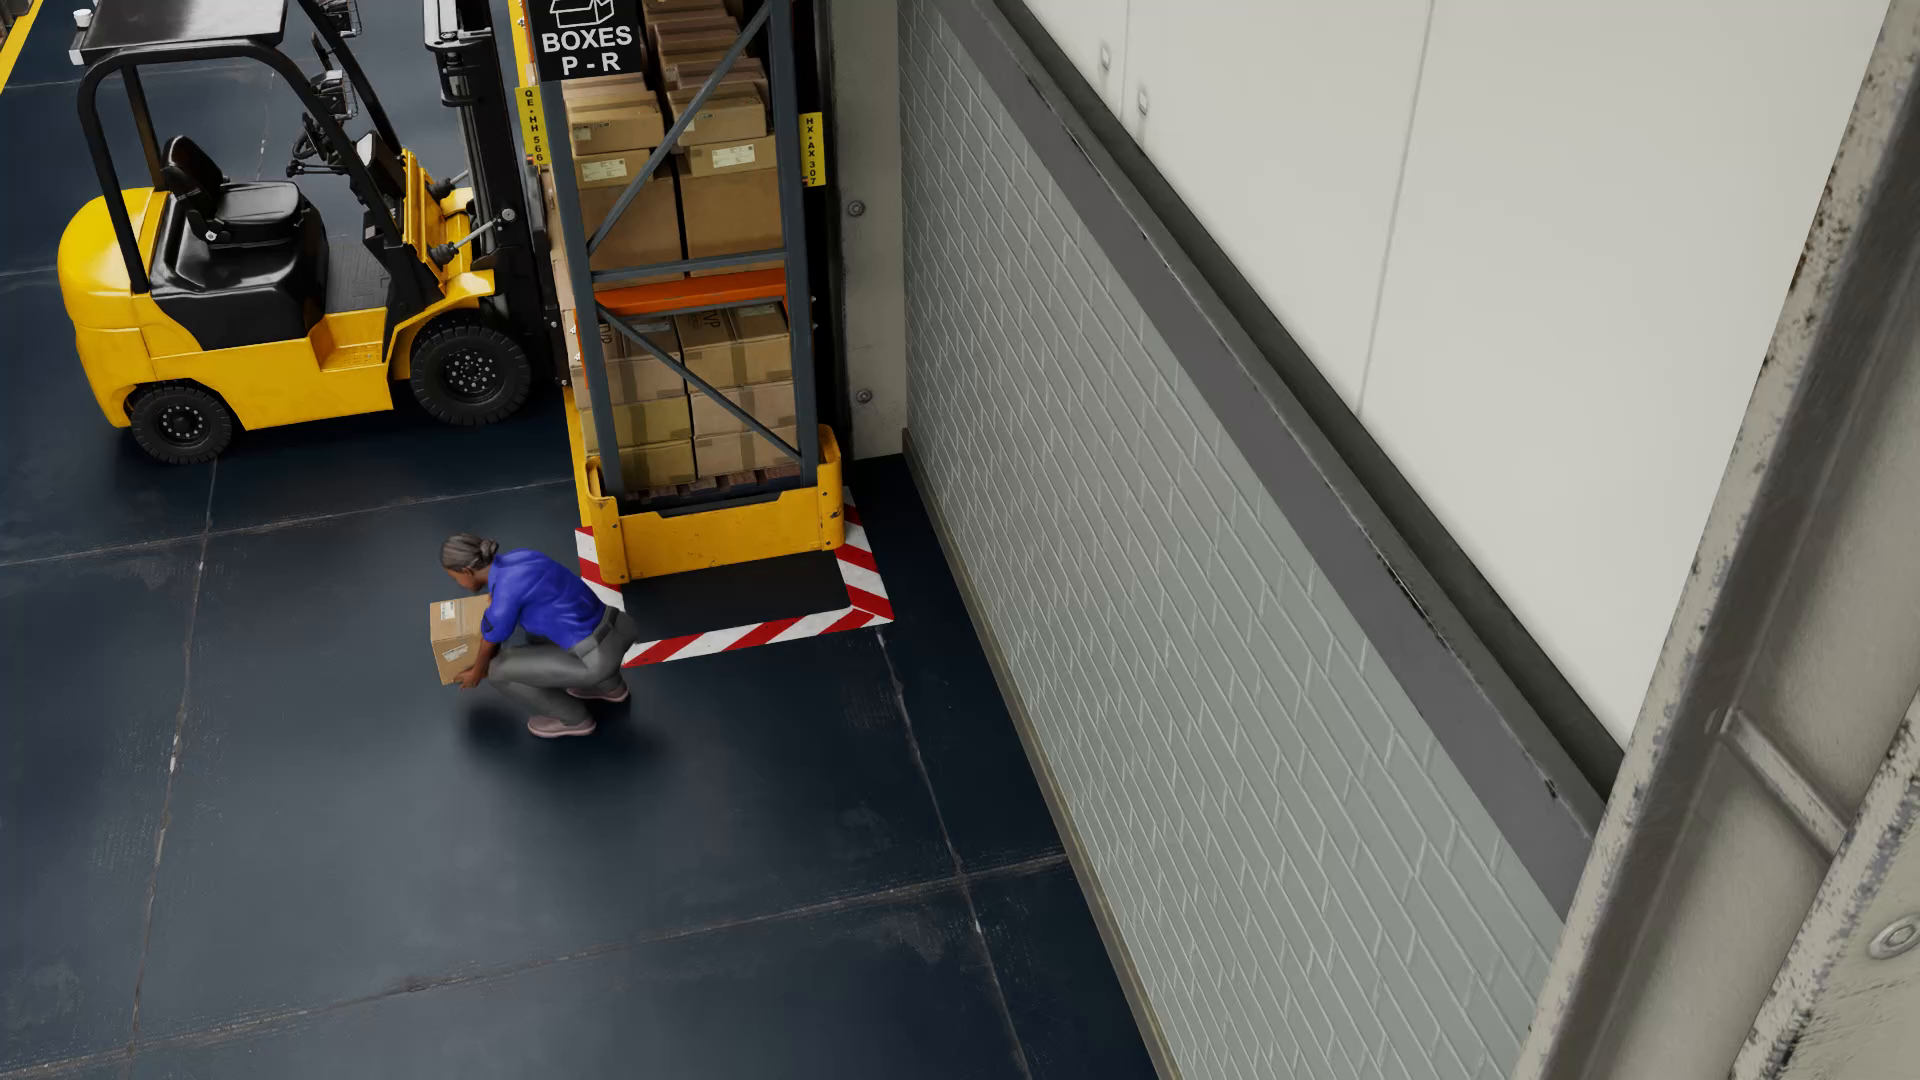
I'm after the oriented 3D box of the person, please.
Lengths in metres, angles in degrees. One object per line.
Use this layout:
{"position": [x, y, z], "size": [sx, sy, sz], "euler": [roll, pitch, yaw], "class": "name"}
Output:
{"position": [-1.781, 0.354, 6.857], "size": [0.879, 0.946, 0.454], "euler": [7, 39, 9], "class": "person"}
